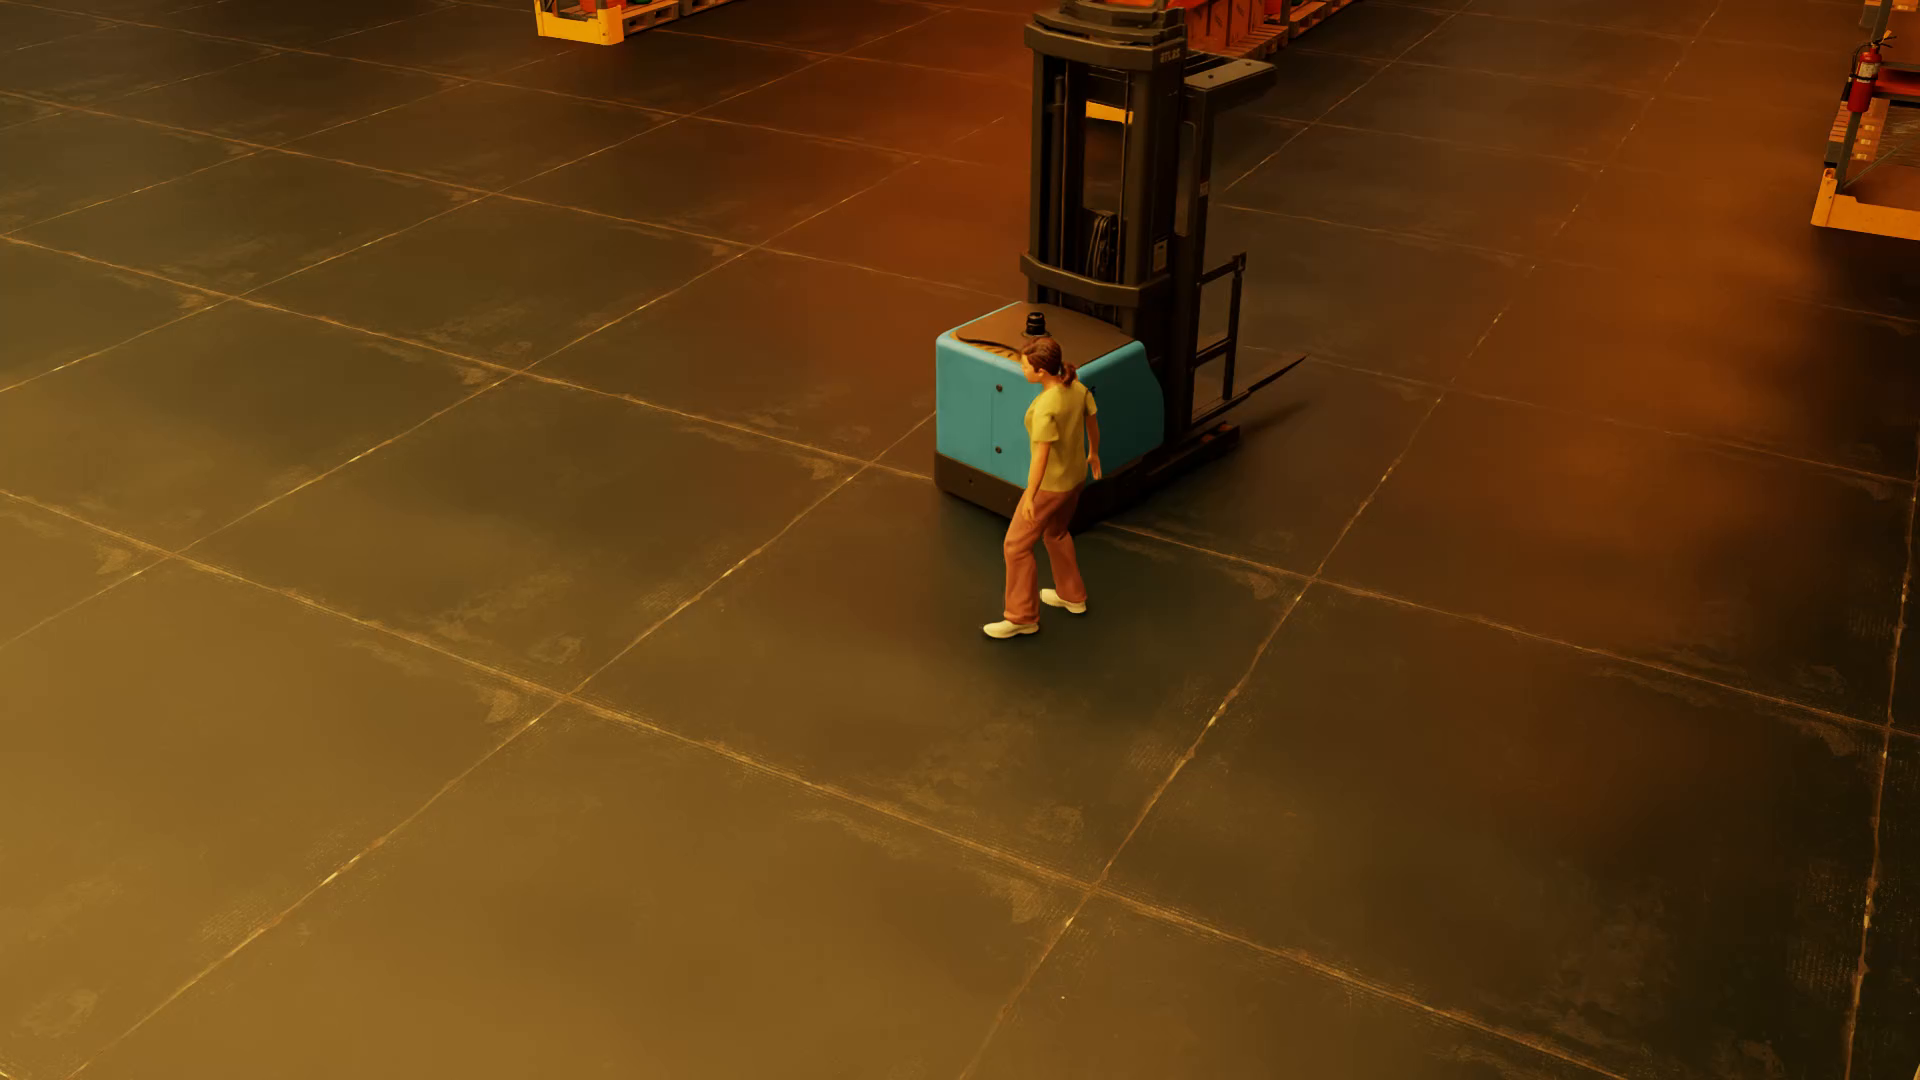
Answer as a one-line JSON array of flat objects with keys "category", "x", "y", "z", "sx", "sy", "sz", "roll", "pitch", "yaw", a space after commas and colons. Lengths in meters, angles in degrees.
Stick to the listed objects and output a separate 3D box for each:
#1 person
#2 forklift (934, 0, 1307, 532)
[{"category": "person", "x": 0.483, "y": -0.298, "z": 8.885, "sx": 0.372, "sy": 1.647, "sz": 0.788, "roll": 17, "pitch": 34, "yaw": 27}, {"category": "forklift", "x": 1.204, "y": -1.951, "z": 10.451, "sx": 1.130, "sy": 2.935, "sz": 3.031, "roll": 25, "pitch": 38, "yaw": 36}]
